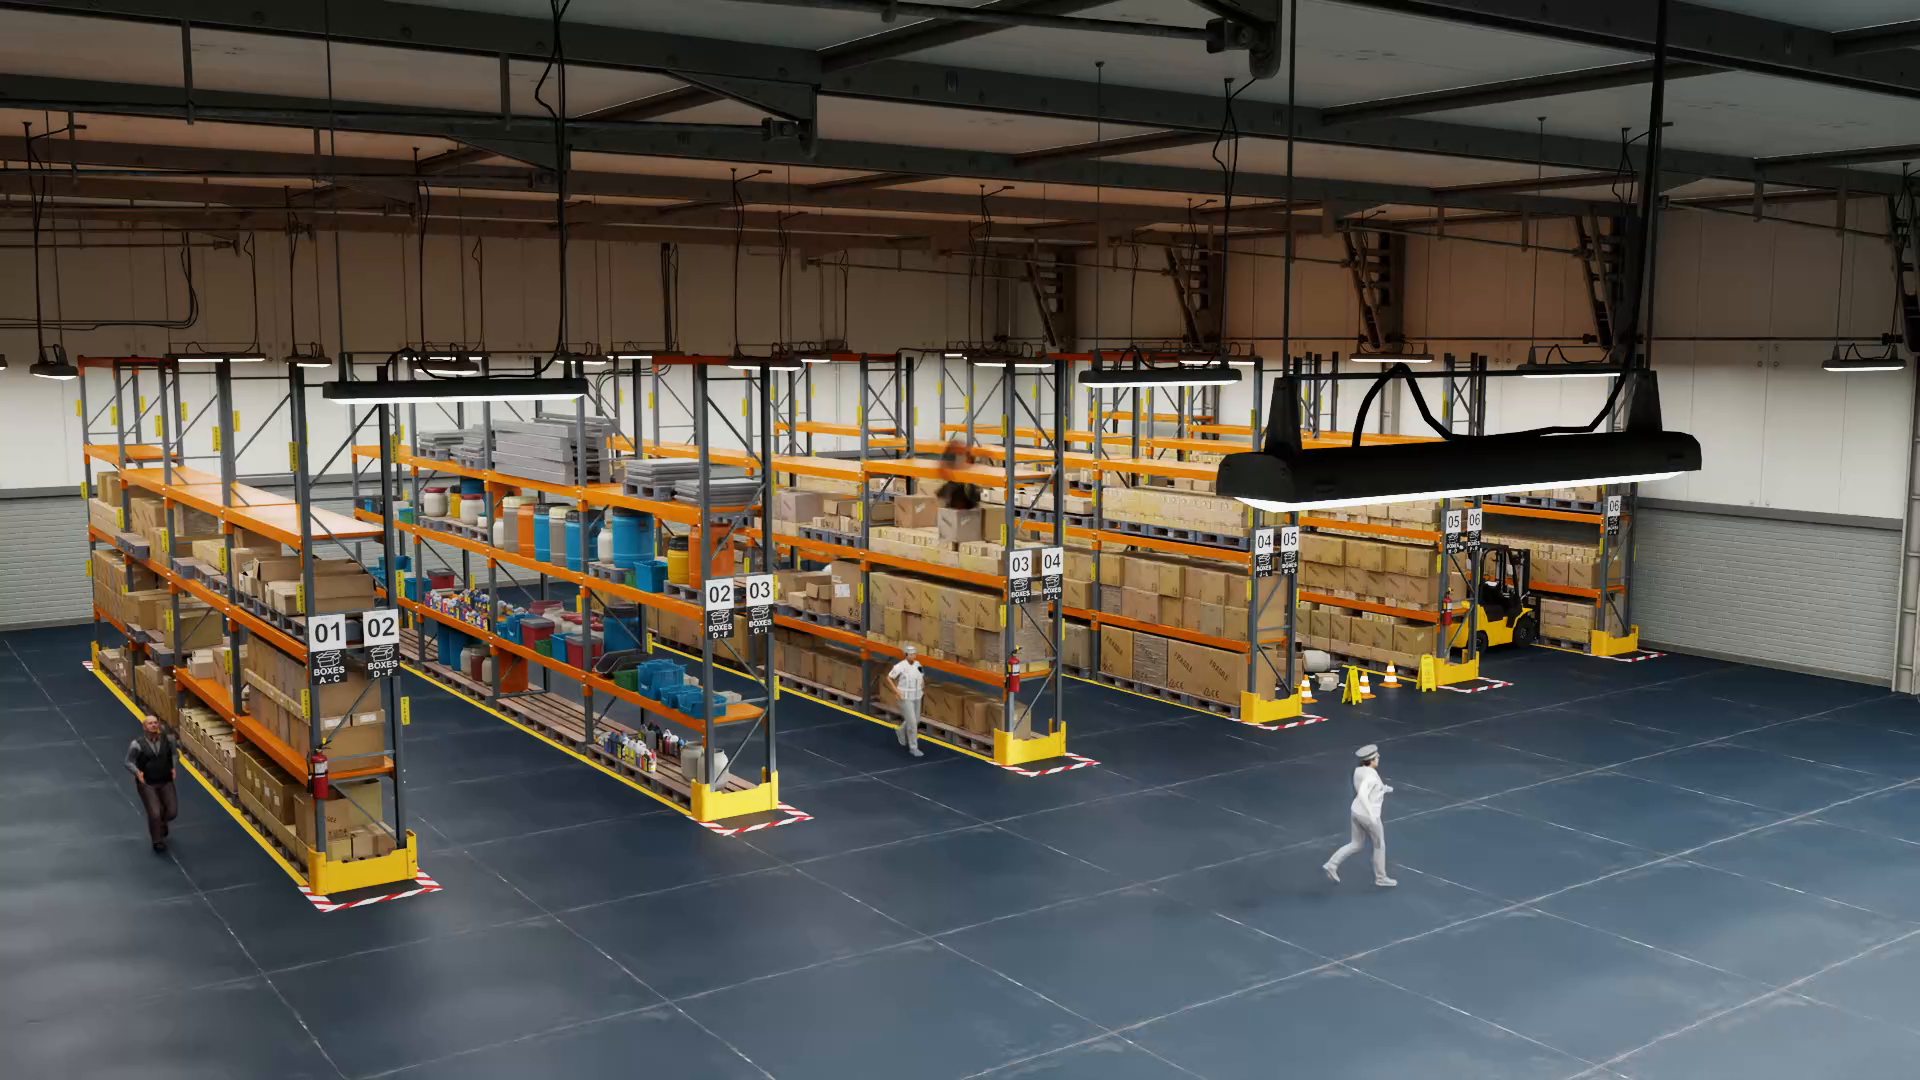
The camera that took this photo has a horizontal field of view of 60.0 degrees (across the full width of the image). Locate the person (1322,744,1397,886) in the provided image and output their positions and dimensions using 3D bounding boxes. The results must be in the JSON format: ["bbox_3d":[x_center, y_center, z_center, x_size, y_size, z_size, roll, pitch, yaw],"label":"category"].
[{"bbox_3d":[4.620,3.168,19.054,0.919,1.677,0.612,-2,7,-14],"label":"person"}]

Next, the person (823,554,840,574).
[{"bbox_3d":[-2.611,1.125,35.821,0.716,1.735,0.661,-4,8,-31],"label":"person"}]

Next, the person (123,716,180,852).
[{"bbox_3d":[-9.996,3.005,20.637,0.657,1.671,0.605,-6,9,-40],"label":"person"}]

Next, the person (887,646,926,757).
[{"bbox_3d":[-0.795,2.429,25.444,0.627,1.658,0.807,-6,9,-40],"label":"person"}]
